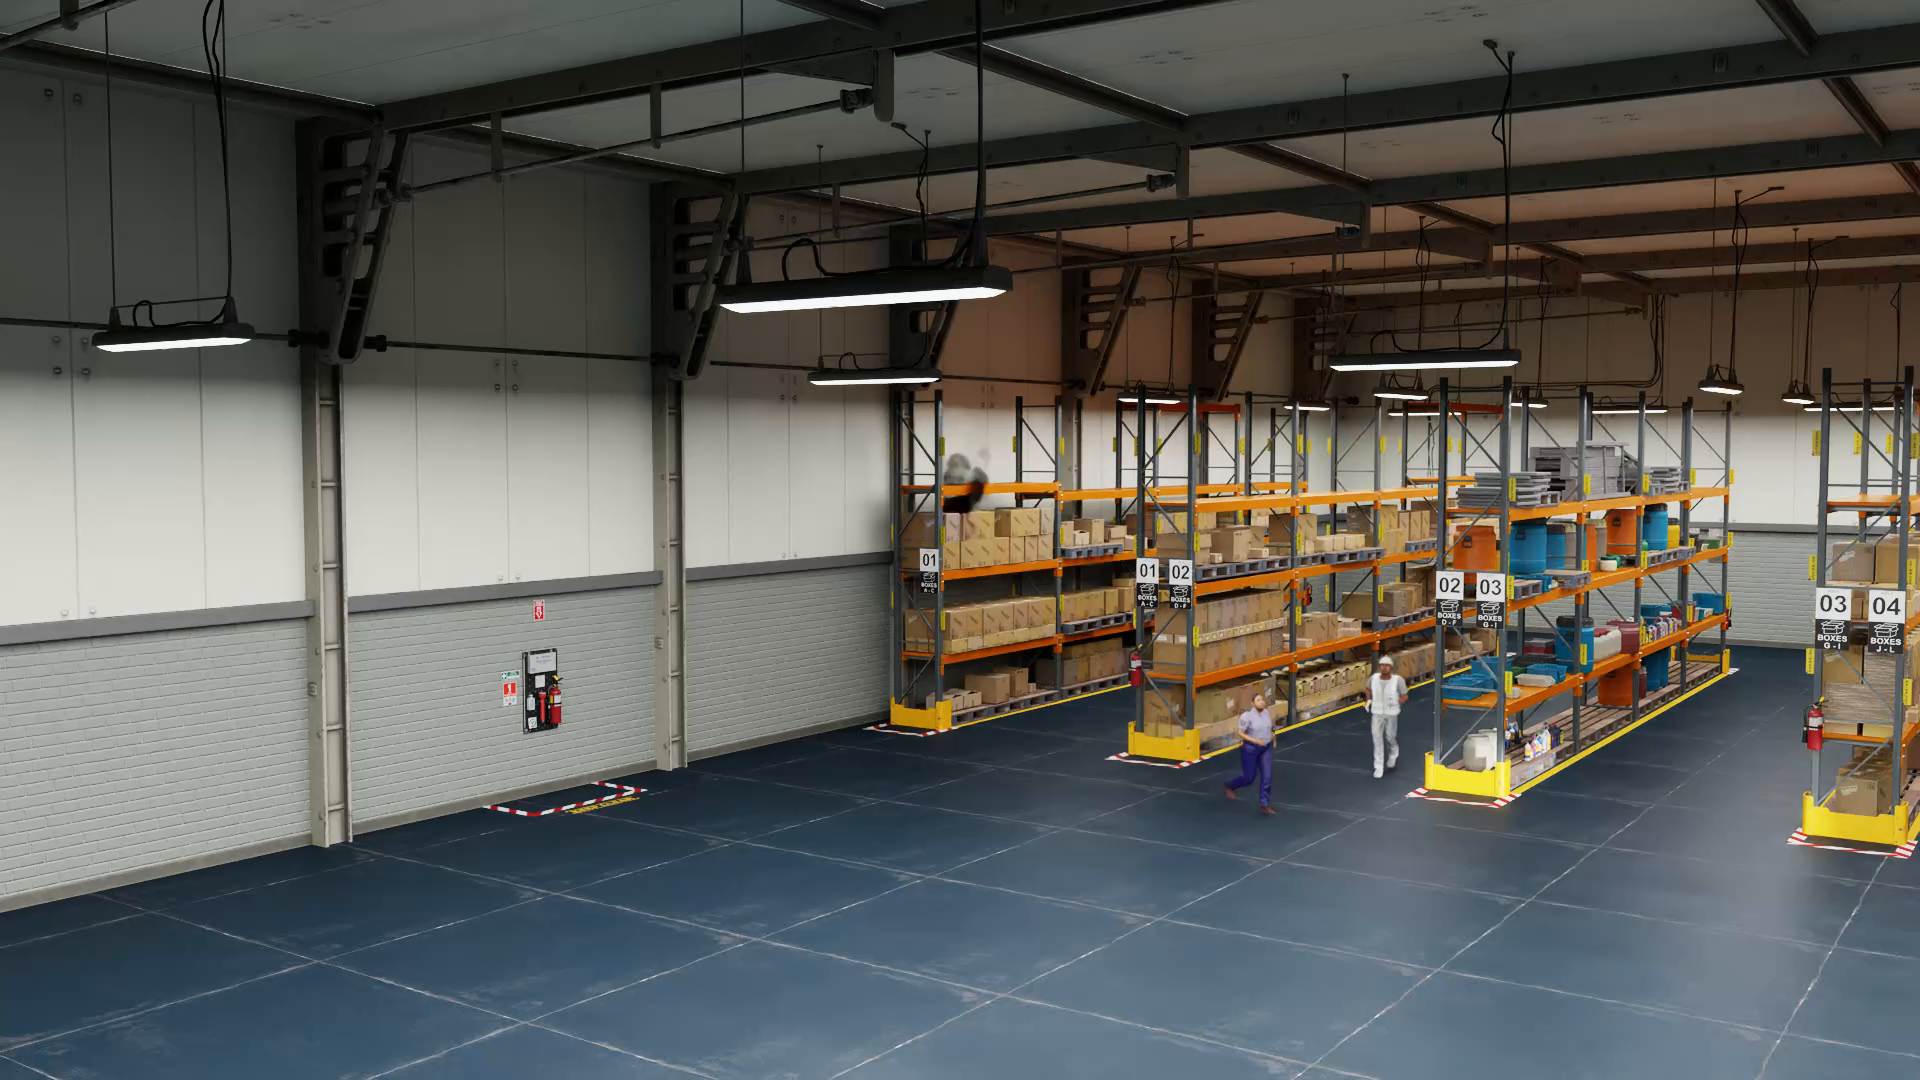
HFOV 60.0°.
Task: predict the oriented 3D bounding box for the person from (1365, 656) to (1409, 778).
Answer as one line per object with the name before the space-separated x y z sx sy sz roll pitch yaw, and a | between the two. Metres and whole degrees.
person | 6.493 2.669 25.371 0.681 1.794 0.908 1 4 23

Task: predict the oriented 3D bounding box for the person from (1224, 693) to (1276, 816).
person | 4.050 2.913 22.870 0.616 1.649 0.858 -2 4 -28
